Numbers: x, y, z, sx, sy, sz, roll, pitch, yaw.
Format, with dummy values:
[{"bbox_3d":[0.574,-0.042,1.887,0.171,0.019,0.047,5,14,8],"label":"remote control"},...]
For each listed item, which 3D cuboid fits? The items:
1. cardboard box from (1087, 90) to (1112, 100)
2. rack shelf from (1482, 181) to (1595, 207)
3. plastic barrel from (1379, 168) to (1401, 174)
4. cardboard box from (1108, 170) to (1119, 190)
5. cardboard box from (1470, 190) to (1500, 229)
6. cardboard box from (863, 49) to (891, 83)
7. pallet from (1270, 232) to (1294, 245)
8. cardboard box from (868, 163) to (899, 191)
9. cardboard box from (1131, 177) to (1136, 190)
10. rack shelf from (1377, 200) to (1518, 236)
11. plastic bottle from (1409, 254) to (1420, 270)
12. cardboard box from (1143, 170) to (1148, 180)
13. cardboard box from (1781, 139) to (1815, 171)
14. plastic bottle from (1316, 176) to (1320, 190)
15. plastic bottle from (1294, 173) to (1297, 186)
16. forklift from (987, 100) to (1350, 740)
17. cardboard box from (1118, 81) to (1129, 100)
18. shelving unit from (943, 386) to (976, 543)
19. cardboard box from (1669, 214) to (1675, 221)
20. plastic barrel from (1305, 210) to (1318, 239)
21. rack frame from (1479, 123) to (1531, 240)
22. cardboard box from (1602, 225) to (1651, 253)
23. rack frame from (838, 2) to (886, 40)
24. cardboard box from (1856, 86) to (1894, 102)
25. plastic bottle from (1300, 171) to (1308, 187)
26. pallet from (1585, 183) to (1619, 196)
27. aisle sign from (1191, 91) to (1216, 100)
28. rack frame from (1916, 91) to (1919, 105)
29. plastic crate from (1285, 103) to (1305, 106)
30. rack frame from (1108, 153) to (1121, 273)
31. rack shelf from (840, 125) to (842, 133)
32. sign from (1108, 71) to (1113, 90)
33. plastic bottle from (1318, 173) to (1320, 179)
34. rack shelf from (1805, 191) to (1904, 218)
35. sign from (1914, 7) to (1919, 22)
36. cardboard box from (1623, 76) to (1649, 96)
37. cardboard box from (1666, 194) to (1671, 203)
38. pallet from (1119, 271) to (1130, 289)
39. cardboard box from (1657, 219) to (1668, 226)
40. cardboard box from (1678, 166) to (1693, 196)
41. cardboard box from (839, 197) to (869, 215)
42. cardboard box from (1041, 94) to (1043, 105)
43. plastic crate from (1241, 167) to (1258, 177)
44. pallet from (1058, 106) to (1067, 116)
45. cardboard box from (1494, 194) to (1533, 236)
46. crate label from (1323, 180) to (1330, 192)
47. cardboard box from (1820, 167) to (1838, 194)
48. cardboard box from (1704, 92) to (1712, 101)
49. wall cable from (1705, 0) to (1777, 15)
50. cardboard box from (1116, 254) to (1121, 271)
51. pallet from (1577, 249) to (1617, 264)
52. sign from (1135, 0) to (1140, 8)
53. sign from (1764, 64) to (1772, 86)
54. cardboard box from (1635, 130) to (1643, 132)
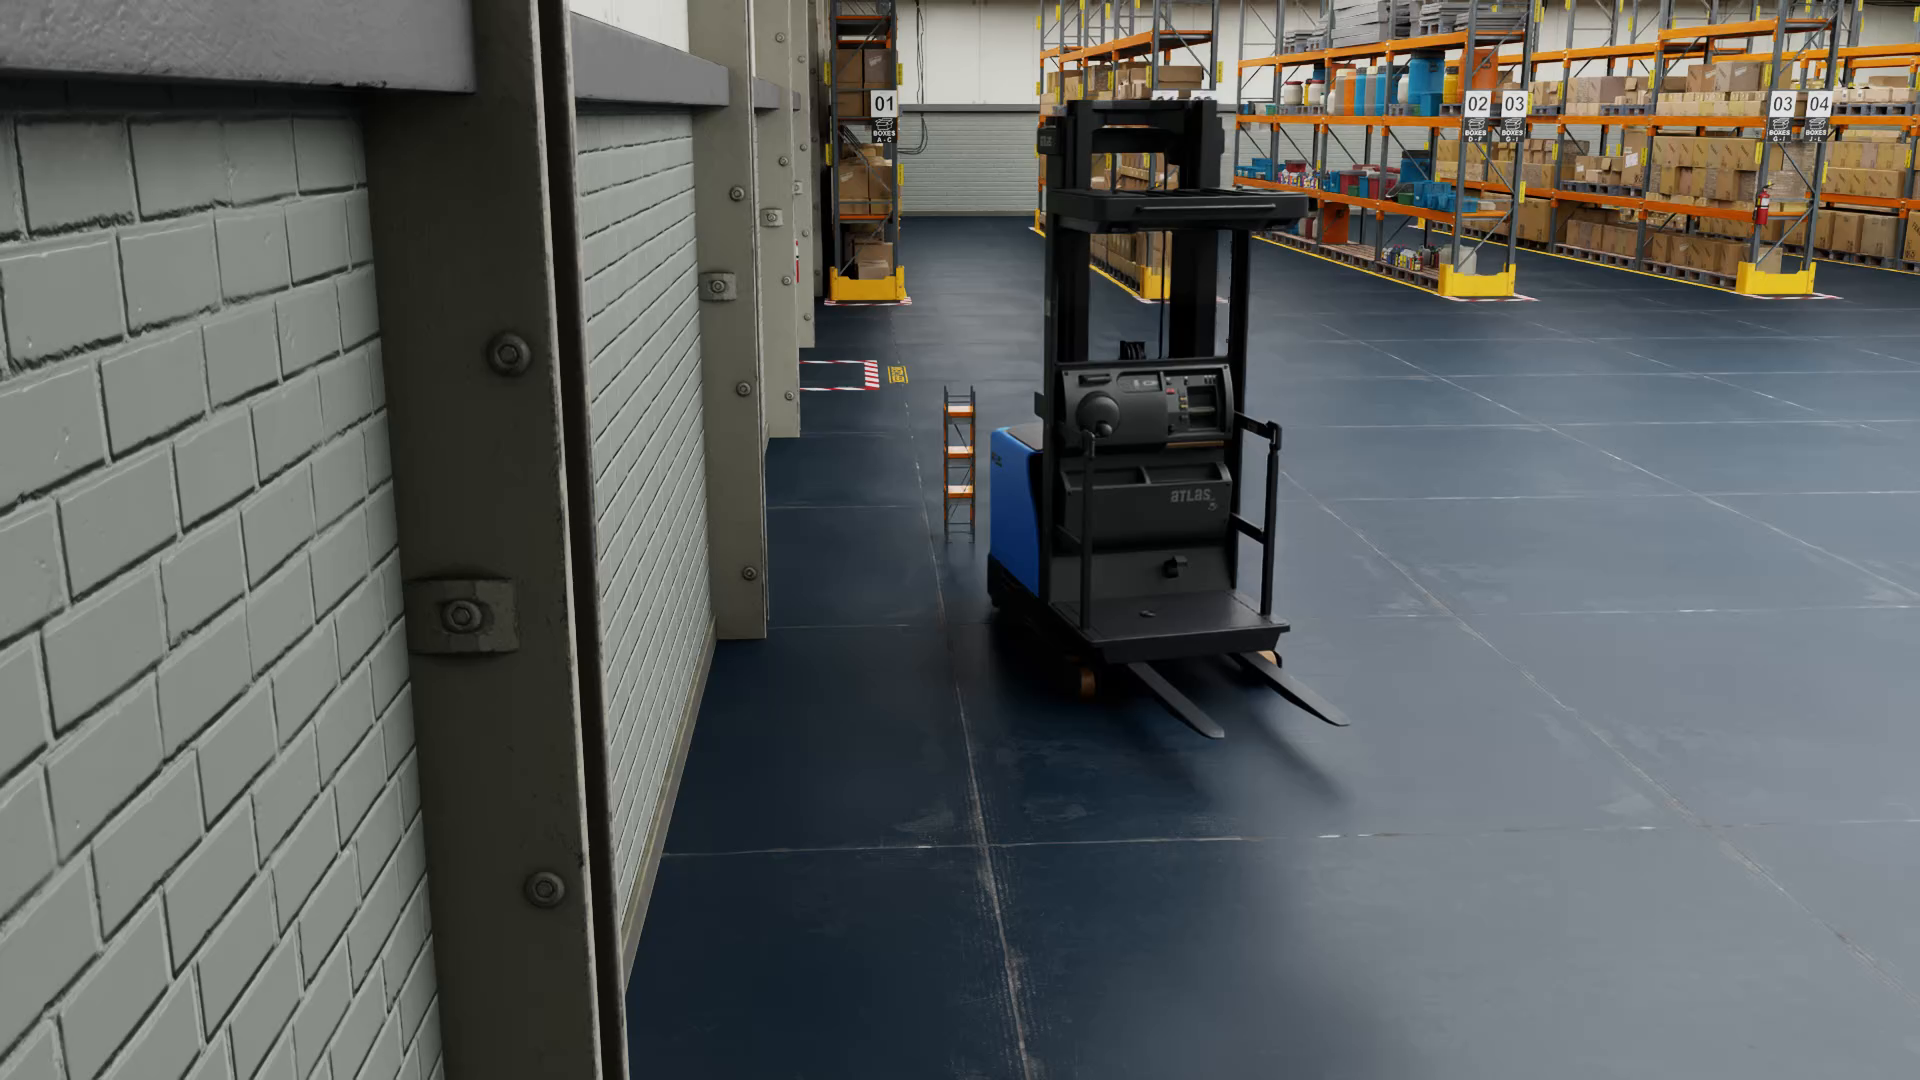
[{"bbox_3d":[2.917,-8.938,34.023,0.910,0.500,0.500,-1,14,-3],"label":"cardboard box"},{"bbox_3d":[12.741,-7.629,36.603,1.077,0.370,4.000,-1,14,-3],"label":"rack shelf"},{"bbox_3d":[8.284,-6.899,32.047,0.433,0.535,0.433,0,14,0],"label":"plastic barrel"},{"bbox_3d":[3.130,-6.829,31.847,0.500,0.500,0.500,-1,14,-3],"label":"cardboard box"},{"bbox_3d":[12.656,-7.815,39.302,0.875,0.875,0.875,-1,14,-3],"label":"cardboard box"},{"bbox_3d":[-1.252,-7.356,25.829,0.500,0.500,0.500,-2,15,-7],"label":"cardboard box"},{"bbox_3d":[7.680,-6.856,37.748,1.003,0.211,1.213,-1,14,-3],"label":"pallet"},{"bbox_3d":[-1.247,-5.937,27.336,0.500,0.500,0.500,-1,14,-5],"label":"cardboard box"},{"bbox_3d":[3.326,-6.016,28.687,0.700,0.500,0.500,-1,14,-3],"label":"cardboard box"},{"bbox_3d":[8.293,-5.563,28.573,1.077,0.370,4.000,-1,14,-3],"label":"rack shelf"},{"bbox_3d":[7.878,-4.821,28.829,0.152,0.276,0.135,-1,14,-3],"label":"plastic bottle"},{"bbox_3d":[3.212,-5.985,27.264,0.380,0.149,0.250,-1,14,-3],"label":"cardboard box"},{"bbox_3d":[13.599,-6.309,27.221,0.500,0.500,0.500,-1,14,-3],"label":"cardboard box"},{"bbox_3d":[7.471,-7.441,34.663,0.061,0.283,0.133,-1,14,-3],"label":"plastic bottle"},{"bbox_3d":[7.374,-7.898,36.462,0.097,0.271,0.097,0,14,0],"label":"plastic bottle"},{"bbox_3d":[1.036,-0.723,8.454,1.130,2.935,3.031,-4,15,-14],"label":"forklift"},{"bbox_3d":[3.027,-7.751,28.666,0.500,0.311,0.500,-2,15,-7],"label":"cardboard box"},{"bbox_3d":[-0.003,-0.522,11.447,0.215,1.050,0.252,-1,14,-3],"label":"shelving unit"},{"bbox_3d":[17.174,-7.700,39.716,0.380,0.149,0.250,-1,14,-5],"label":"cardboard box"},{"bbox_3d":[7.804,-6.842,36.094,0.600,0.588,0.708,-1,14,-3],"label":"plastic barrel"},{"bbox_3d":[12.617,-8.475,38.446,1.000,3.000,0.127,-1,14,-3],"label":"rack frame"},{"bbox_3d":[13.051,-5.899,32.568,0.700,0.500,0.500,-2,15,-8],"label":"cardboard box"},{"bbox_3d":[-1.966,-10.156,32.941,1.000,3.000,0.127,-1,14,-3],"label":"rack frame"},{"bbox_3d":[17.742,-8.631,32.167,0.500,0.311,0.500,-1,14,-5],"label":"cardboard box"},{"bbox_3d":[7.432,-7.799,35.915,0.144,0.351,0.185,-1,14,-3],"label":"plastic bottle"},{"bbox_3d":[13.029,-6.896,32.693,1.003,0.211,1.213,-1,14,-3],"label":"pallet"},{"bbox_3d":[3.783,-6.586,25.887,0.394,0.787,0.004,-1,14,-3],"label":"aisle sign"},{"bbox_3d":[18.070,-9.442,30.166,1.000,3.000,0.127,-1,14,-3],"label":"rack frame"},{"bbox_3d":[7.871,-10.101,39.009,0.497,0.269,0.590,-1,14,-3],"label":"plastic crate"},{"bbox_3d":[3.225,-6.334,30.123,1.000,3.000,0.127,-1,14,-3],"label":"rack frame"},{"bbox_3d":[-1.842,-7.858,31.471,1.077,0.370,4.000,-1,14,-3],"label":"rack shelf"},{"bbox_3d":[2.684,-8.178,29.603,0.100,0.325,0.005,-1,14,-3],"label":"sign"},{"bbox_3d":[7.960,-7.987,36.808,0.097,0.271,0.097,0,14,0],"label":"plastic bottle"},{"bbox_3d":[17.946,-6.686,32.936,1.077,0.370,4.000,-1,14,-3],"label":"rack shelf"},{"bbox_3d":[21.953,-12.060,38.148,0.100,0.325,0.005,-1,14,-3],"label":"sign"},{"bbox_3d":[13.202,-8.858,32.711,0.500,0.500,0.500,-1,14,-2],"label":"cardboard box"},{"bbox_3d":[12.897,-6.120,29.796,0.380,0.149,0.250,-1,14,-3],"label":"cardboard box"},{"bbox_3d":[3.312,-4.481,28.517,1.003,0.211,1.213,-1,14,-3],"label":"pallet"},{"bbox_3d":[17.145,-7.699,40.308,0.380,0.149,0.250,-1,14,-4],"label":"cardboard box"},{"bbox_3d":[13.206,-6.318,29.263,0.875,0.500,0.500,-1,14,-3],"label":"cardboard box"},{"bbox_3d":[-1.693,-5.312,26.412,0.500,0.250,0.500,-1,14,-3],"label":"cardboard box"},{"bbox_3d":[2.254,-10.808,40.792,0.500,0.250,0.500,-1,14,-3],"label":"cardboard box"},{"bbox_3d":[7.154,-9.111,41.134,0.416,0.233,0.300,-1,14,-3],"label":"plastic crate"},{"bbox_3d":[2.767,-9.264,35.868,1.213,0.211,1.003,-1,14,-3],"label":"pallet"},{"bbox_3d":[12.733,-7.269,37.178,1.225,0.875,0.875,-1,14,-5],"label":"cardboard box"},{"bbox_3d":[7.574,-7.212,33.874,0.303,0.233,0.416,-1,14,-3],"label":"crate label"},{"bbox_3d":[17.645,-7.213,33.338,0.500,0.500,0.500,-1,14,-3],"label":"cardboard box"},{"bbox_3d":[12.994,-7.586,28.471,0.380,0.149,0.250,-1,14,-2],"label":"cardboard box"},{"bbox_3d":[22.378,-13.950,47.684,2.355,3.000,0.029,-1,14,-3],"label":"wall cable"},{"bbox_3d":[3.003,-4.836,28.979,0.500,0.250,0.500,-1,14,-3],"label":"cardboard box"},{"bbox_3d":[12.985,-5.633,32.996,1.003,0.211,1.213,-1,14,-3],"label":"pallet"},{"bbox_3d":[3.531,-10.772,33.142,0.100,0.325,0.005,-1,14,-3],"label":"sign"},{"bbox_3d":[12.806,-7.369,26.349,0.100,0.325,0.005,-1,14,-3],"label":"sign"},{"bbox_3d":[17.127,-9.957,41.401,0.500,0.500,0.500,0,14,-2],"label":"cardboard box"}]
